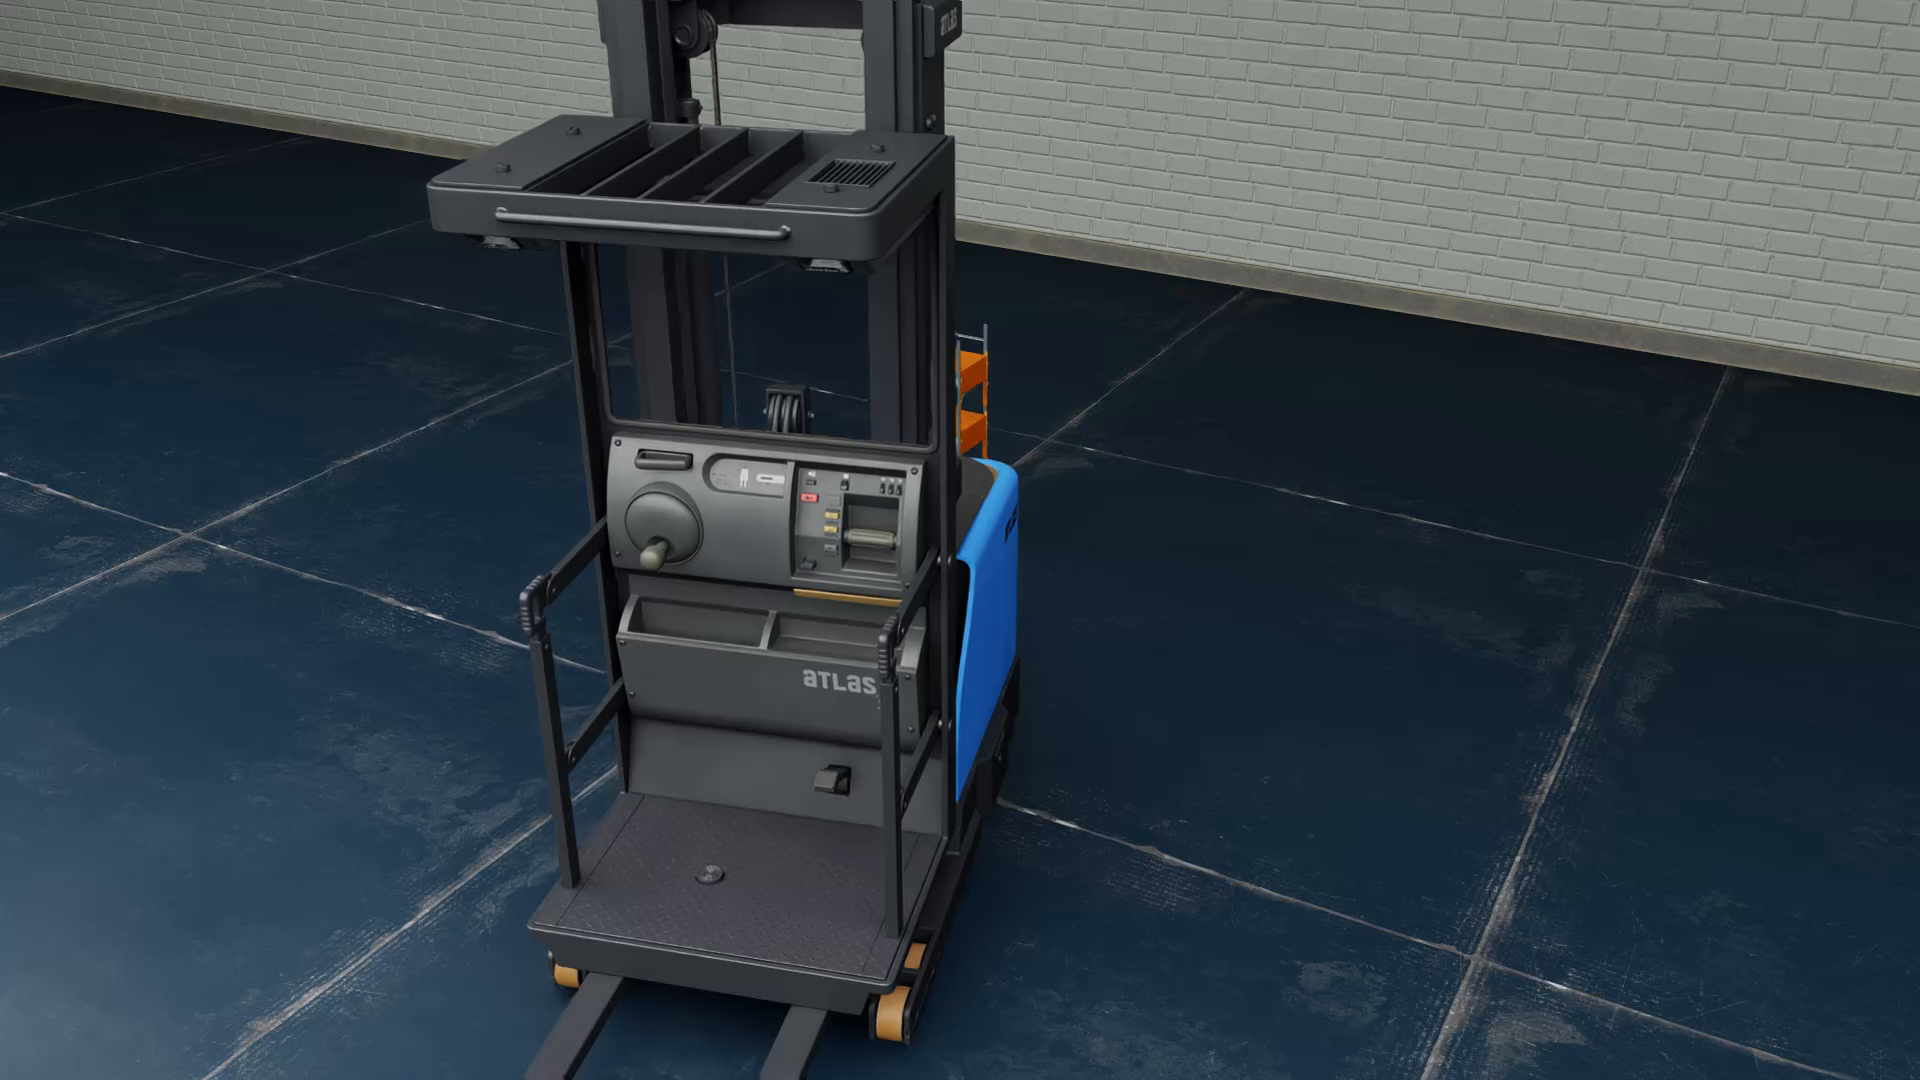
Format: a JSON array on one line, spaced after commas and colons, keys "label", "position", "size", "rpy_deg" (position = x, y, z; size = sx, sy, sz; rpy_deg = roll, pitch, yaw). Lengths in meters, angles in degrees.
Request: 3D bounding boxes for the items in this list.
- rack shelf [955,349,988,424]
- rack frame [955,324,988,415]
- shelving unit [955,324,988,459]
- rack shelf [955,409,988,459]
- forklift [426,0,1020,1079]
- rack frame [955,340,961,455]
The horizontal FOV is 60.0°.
[{"label": "rack shelf", "position": [-0.026, -0.693, 7.351], "size": [0.215, 0.259, 0.240], "rpy_deg": [14, 30, 26]}, {"label": "rack frame", "position": [0.034, -0.496, 7.568], "size": [0.200, 1.050, 0.008], "rpy_deg": [14, 30, 26]}, {"label": "shelving unit", "position": [-0.026, -0.449, 7.473], "size": [0.215, 1.050, 0.252], "rpy_deg": [14, 30, 26]}, {"label": "rack shelf", "position": [-0.026, -0.439, 7.478], "size": [0.215, 0.259, 0.240], "rpy_deg": [14, 30, 26]}, {"label": "forklift", "position": [-0.608, -0.039, 4.553], "size": [1.130, 2.935, 3.031], "rpy_deg": [6, 27, 12]}, {"label": "rack frame", "position": [-0.086, -0.401, 7.378], "size": [0.200, 1.050, 0.008], "rpy_deg": [14, 30, 26]}]
